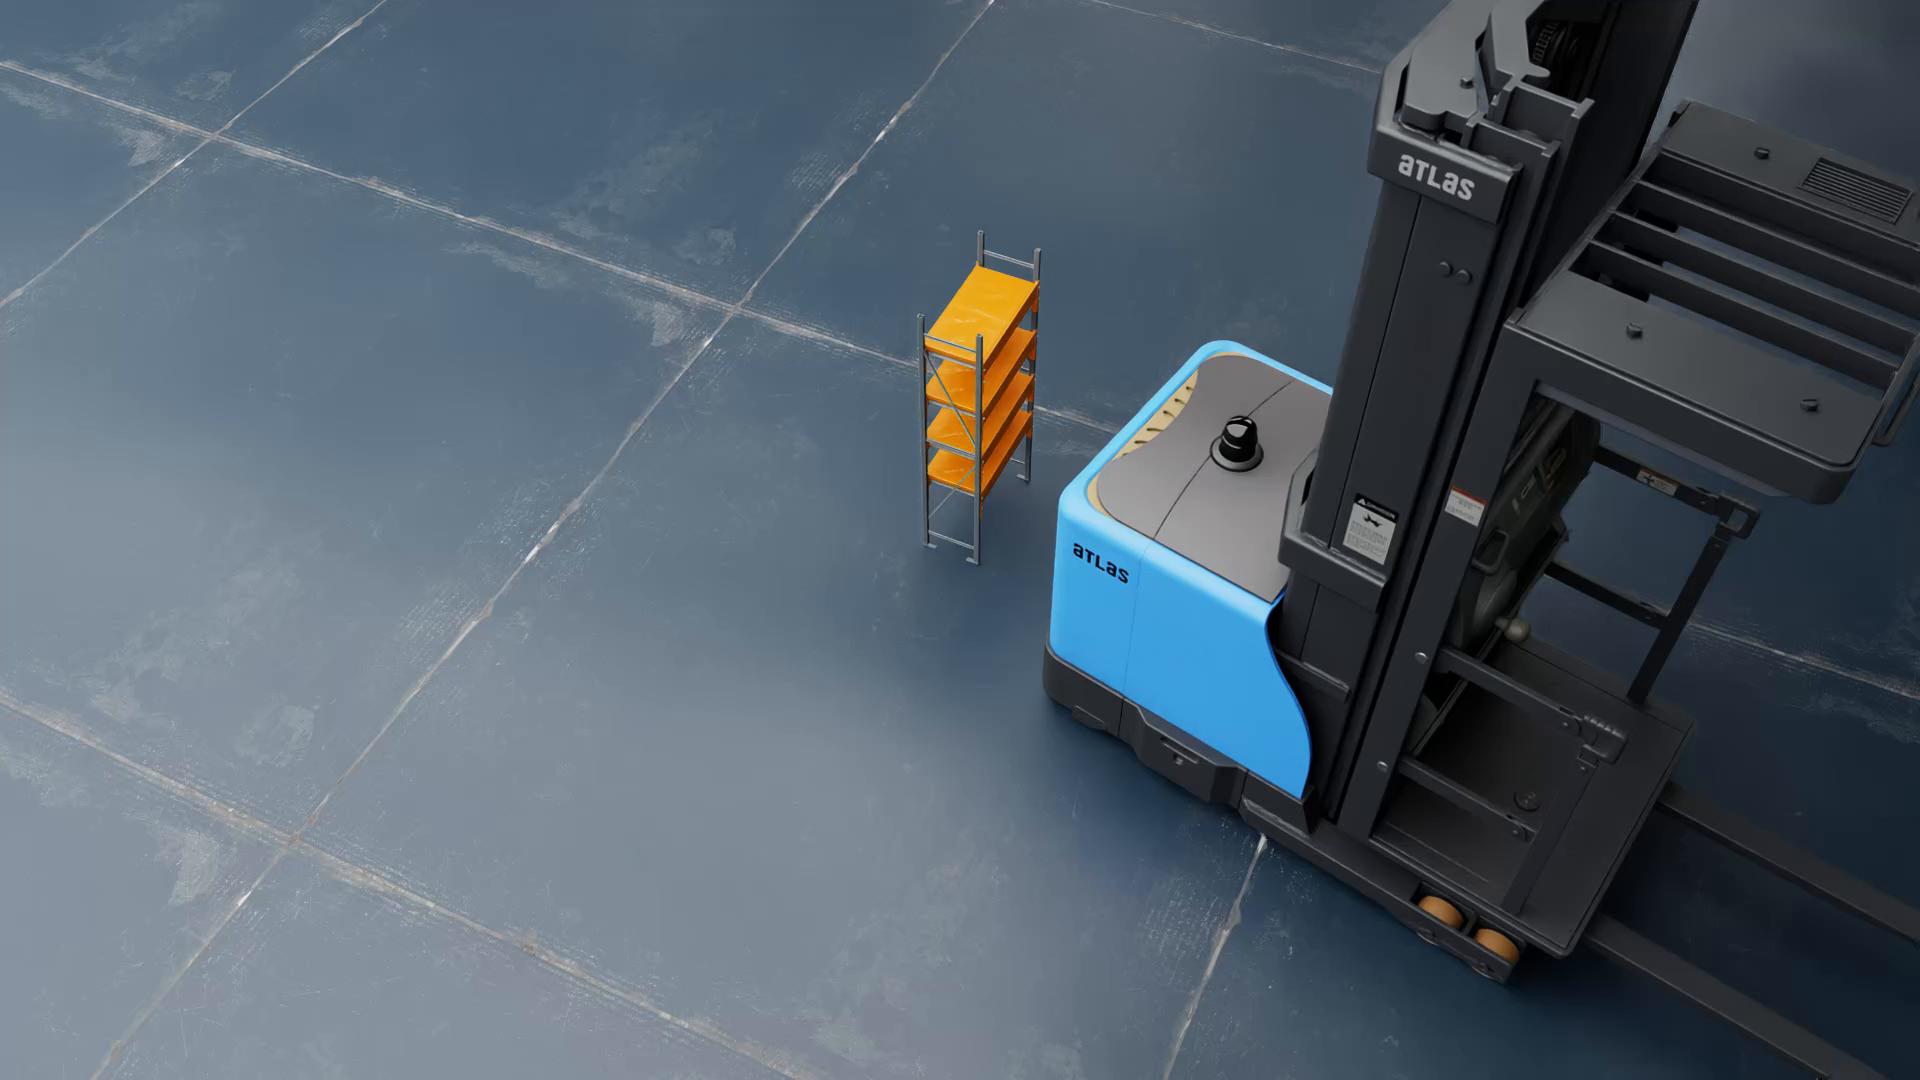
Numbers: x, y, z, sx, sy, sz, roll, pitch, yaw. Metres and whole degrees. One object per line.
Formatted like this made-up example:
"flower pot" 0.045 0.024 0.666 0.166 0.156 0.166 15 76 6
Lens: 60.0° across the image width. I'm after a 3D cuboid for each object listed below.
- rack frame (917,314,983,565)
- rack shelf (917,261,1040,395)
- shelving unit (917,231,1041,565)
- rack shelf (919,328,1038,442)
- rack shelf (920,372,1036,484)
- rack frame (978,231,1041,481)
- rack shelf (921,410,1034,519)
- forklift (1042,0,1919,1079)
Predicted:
"rack frame" -0.034 -0.335 6.062 0.240 1.200 0.015 20 52 16
"rack shelf" 0.071 -0.757 5.906 0.258 0.148 0.480 20 52 16
"shelving unit" 0.071 -0.503 6.205 0.258 1.200 0.503 20 52 16
"rack shelf" 0.071 -0.604 6.086 0.258 0.148 0.480 20 52 16
"rack shelf" 0.071 -0.459 6.256 0.258 0.148 0.480 20 52 16
"rack frame" 0.175 -0.671 6.348 0.240 1.200 0.015 20 52 16
"rack shelf" 0.071 -0.331 6.408 0.258 0.148 0.480 20 52 16
"forklift" 1.782 -0.003 4.644 3.031 2.935 1.130 30 56 23
